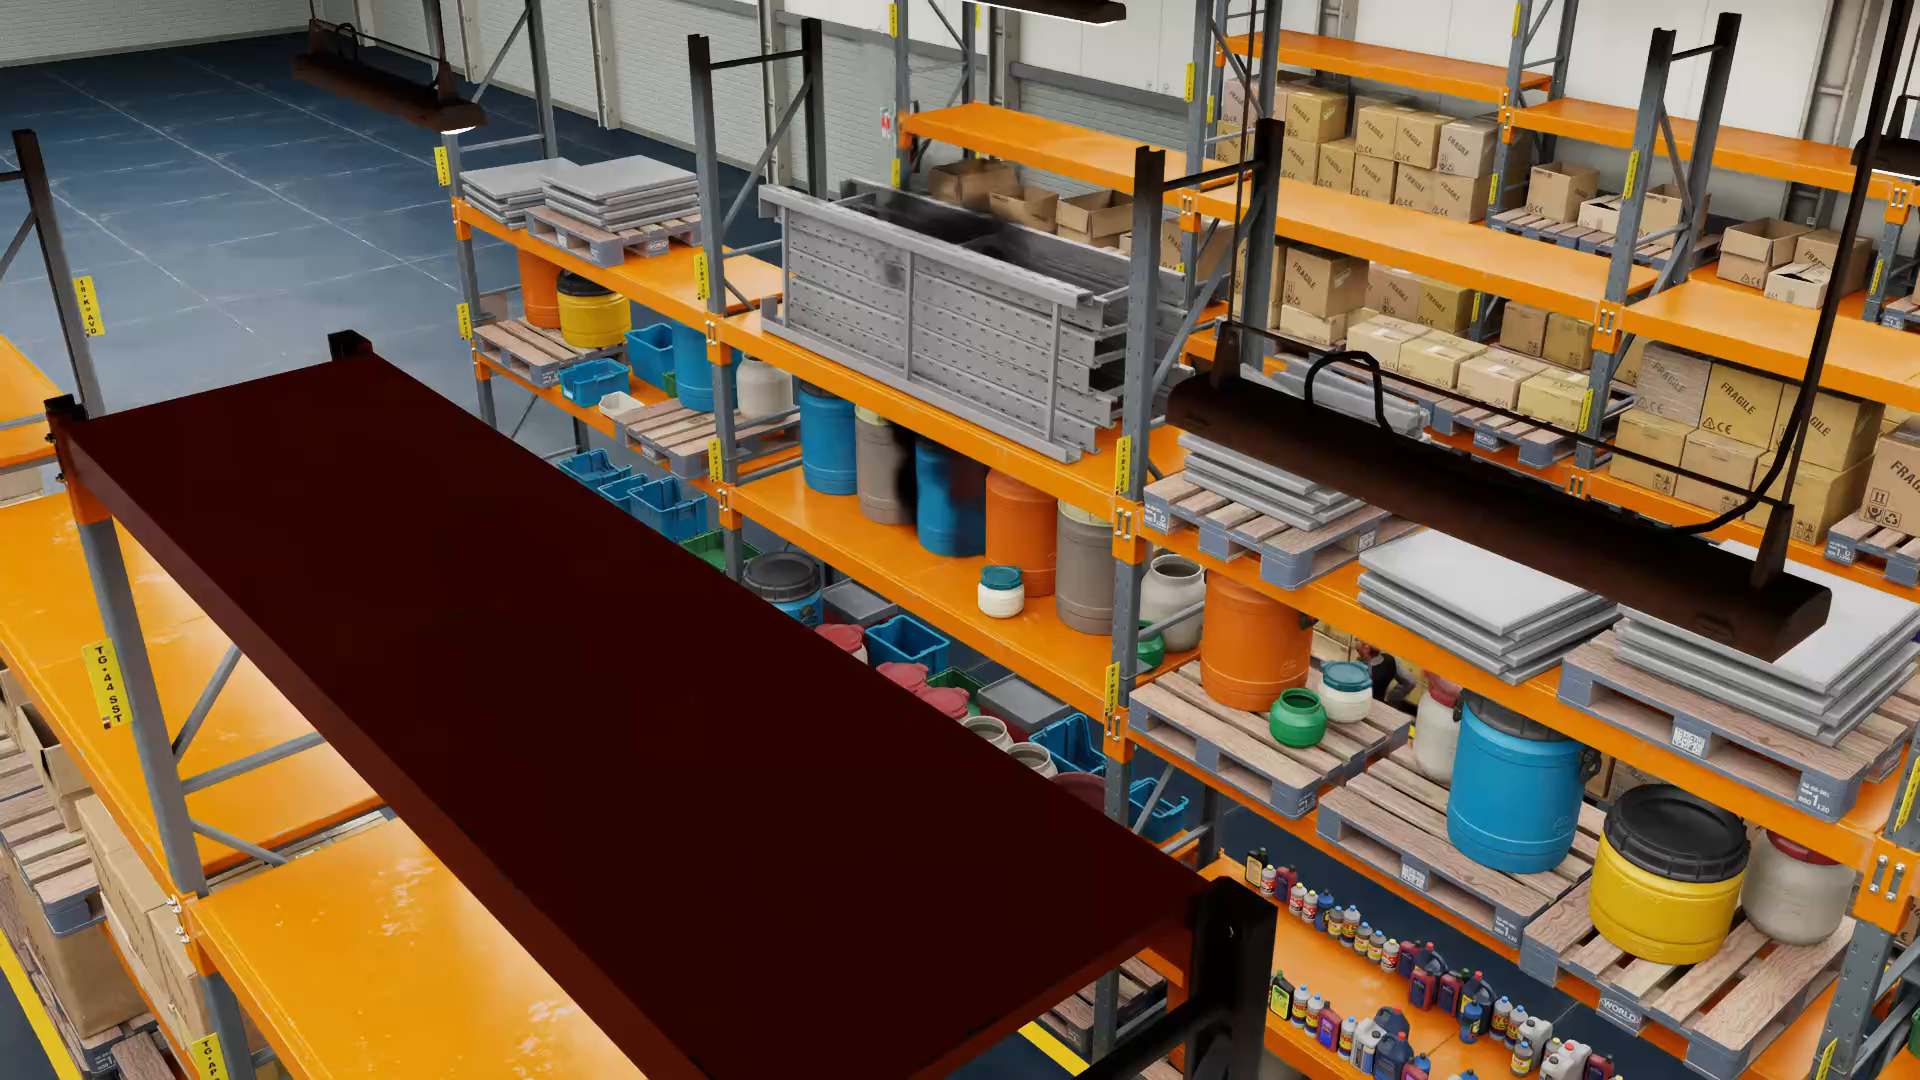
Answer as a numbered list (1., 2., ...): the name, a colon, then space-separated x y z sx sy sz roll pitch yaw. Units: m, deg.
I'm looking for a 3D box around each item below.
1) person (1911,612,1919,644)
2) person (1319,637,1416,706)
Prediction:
1. person: 7.942 0.900 14.025 0.822 1.694 0.571 20 33 34
2. person: 2.924 1.415 12.230 0.781 1.786 0.635 21 34 35
